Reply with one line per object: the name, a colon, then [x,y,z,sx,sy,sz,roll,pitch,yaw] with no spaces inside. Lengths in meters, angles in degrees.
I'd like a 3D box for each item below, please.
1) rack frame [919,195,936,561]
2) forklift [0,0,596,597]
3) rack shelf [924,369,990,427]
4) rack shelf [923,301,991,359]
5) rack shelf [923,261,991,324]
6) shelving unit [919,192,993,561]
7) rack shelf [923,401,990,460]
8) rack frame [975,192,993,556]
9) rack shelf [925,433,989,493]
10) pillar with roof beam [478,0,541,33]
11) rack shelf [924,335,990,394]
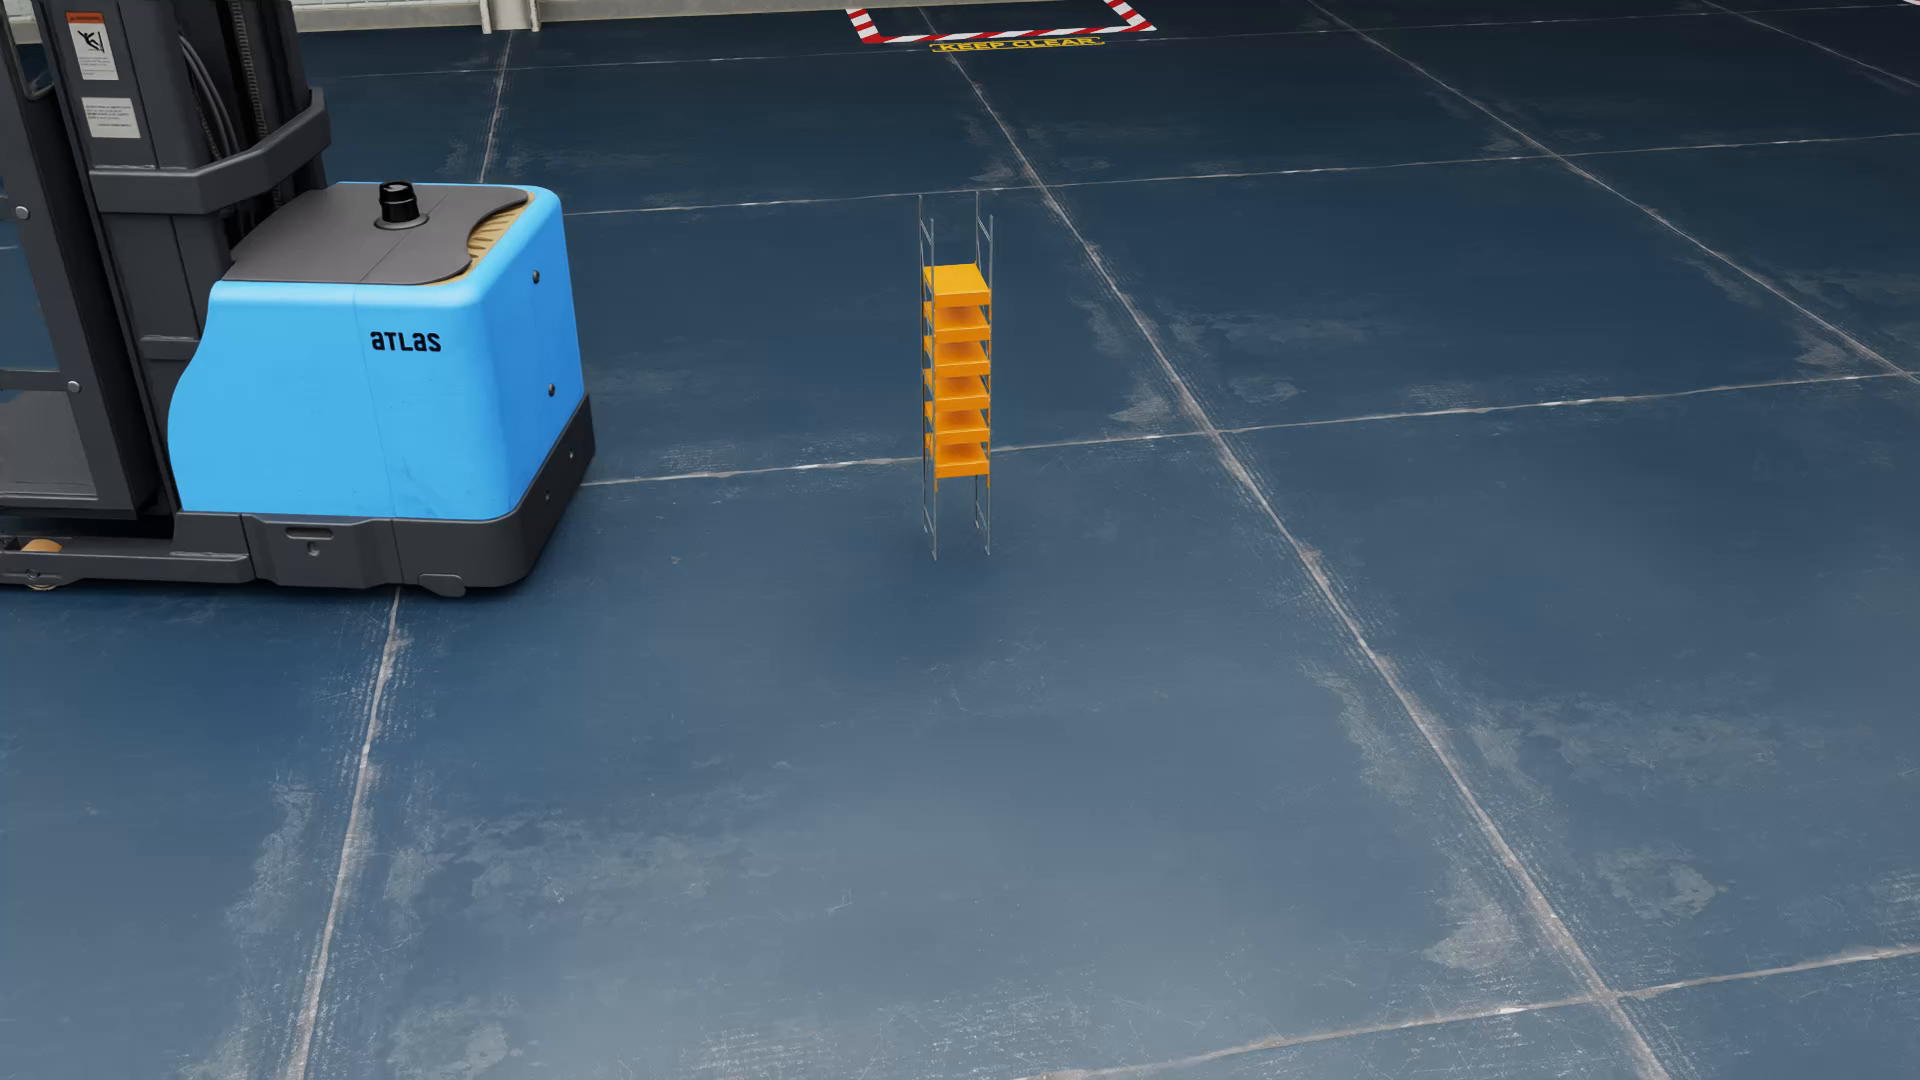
rack frame: [-0.104,-0.508,5.429,0.006,1.200,0.240,-5,31,-9]
forklift: [-2.891,-1.363,5.176,3.031,2.935,1.130,2,31,3]
rack shelf: [-0.014,-0.478,5.466,0.180,0.103,0.258,-5,31,-9]
rack shelf: [-0.014,-0.684,5.344,0.180,0.103,0.258,-5,31,-9]
rack shelf: [-0.014,-0.788,5.284,0.180,0.103,0.258,-5,31,-9]
shelving unit: [-0.014,-0.516,5.444,0.189,1.200,0.258,-5,31,-9]
rack shelf: [-0.014,-0.374,5.527,0.180,0.103,0.258,-5,31,-9]
rack frame: [0.076,-0.524,5.458,0.006,1.200,0.240,-5,31,-9]
rack shelf: [-0.014,-0.271,5.588,0.180,0.103,0.258,-5,31,-9]
pillar with roof beam: [-2.478,-5.462,6.161,0.400,9.000,9.100,-5,31,-9]
rack shelf: [-0.014,-0.581,5.405,0.180,0.103,0.258,-5,31,-9]
